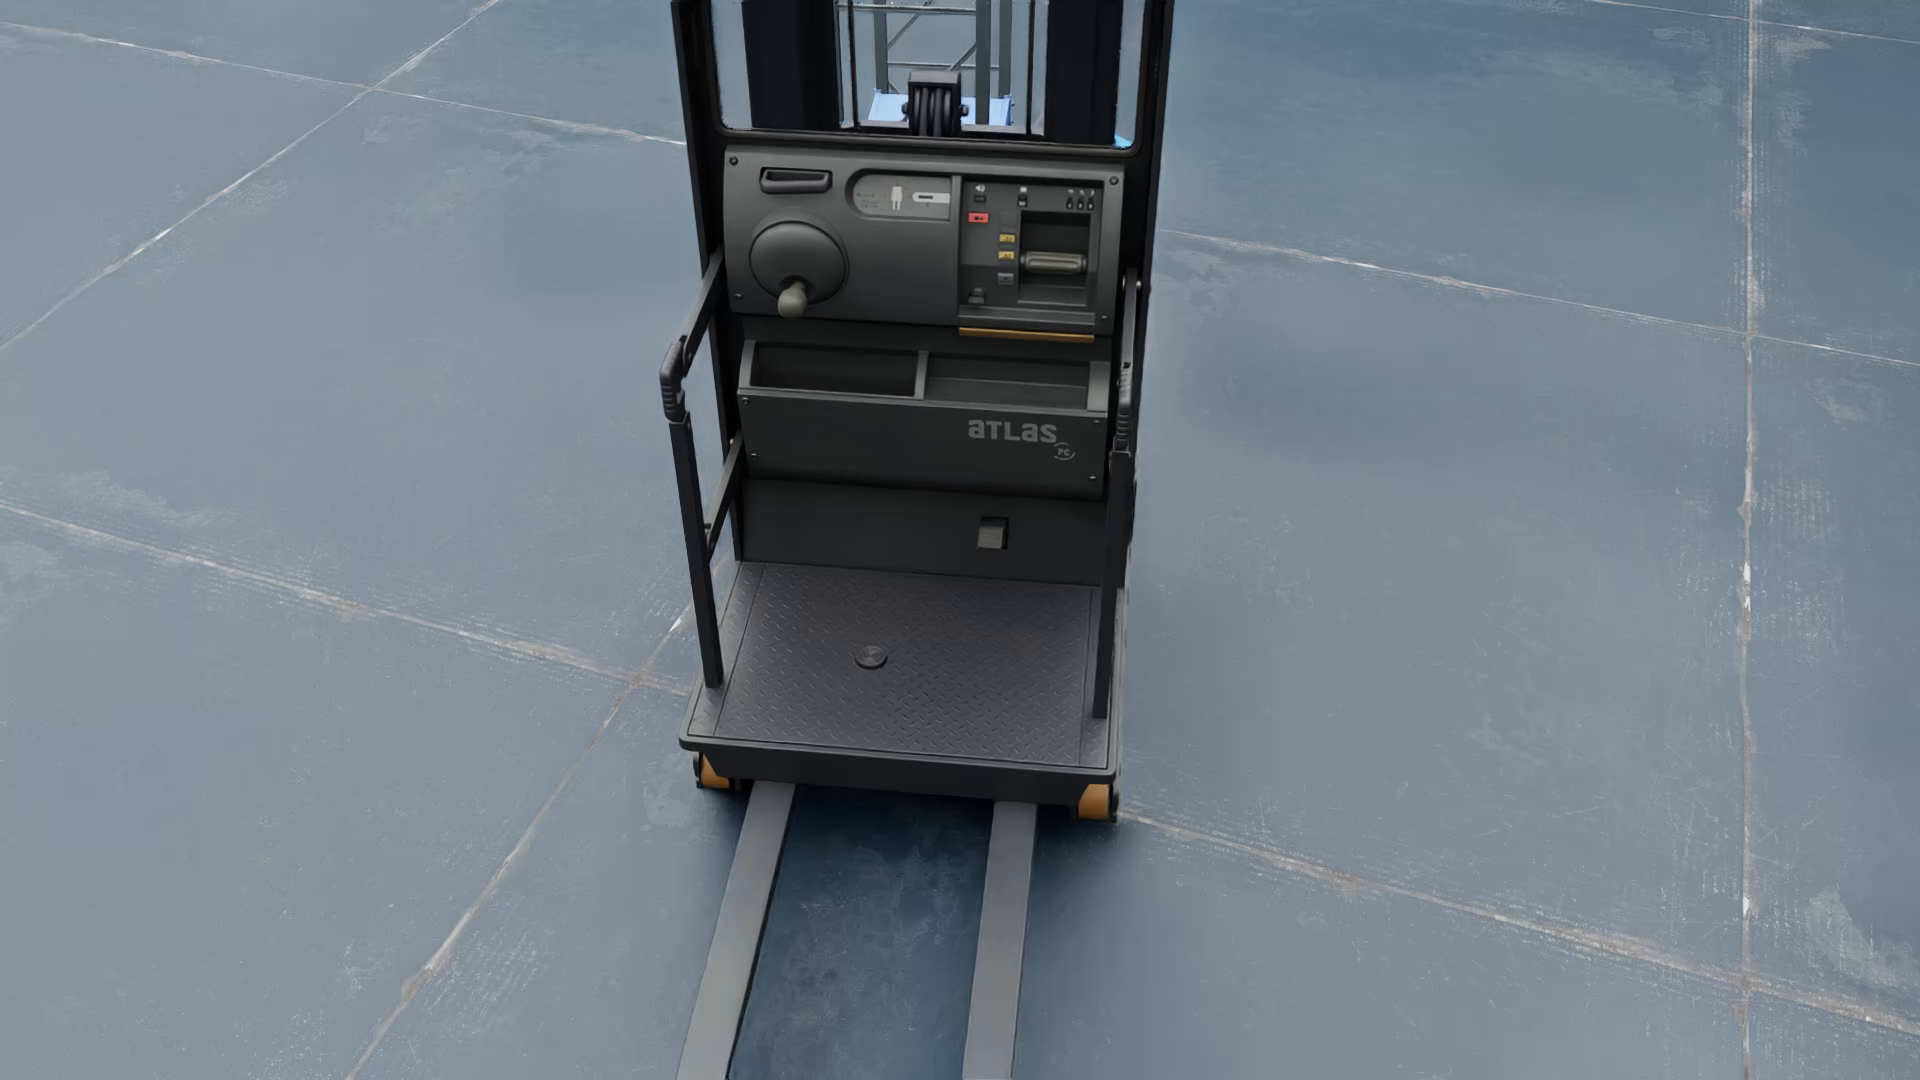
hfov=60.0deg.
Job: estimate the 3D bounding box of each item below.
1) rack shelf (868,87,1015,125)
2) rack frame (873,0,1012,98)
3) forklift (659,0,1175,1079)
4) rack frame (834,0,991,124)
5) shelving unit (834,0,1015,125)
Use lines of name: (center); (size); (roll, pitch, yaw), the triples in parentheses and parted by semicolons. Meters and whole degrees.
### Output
rack shelf: (-0.110, -1.283, 5.876); (0.538, 0.185, 1.000); (3, 41, 4)
rack frame: (-0.063, -1.749, 6.144); (0.500, 1.500, 0.032); (3, 41, 4)
forklift: (-0.111, -0.617, 3.714); (1.130, 2.935, 3.031); (4, 41, 5)
rack frame: (-0.158, -1.092, 5.374); (0.500, 1.500, 0.032); (3, 41, 4)
shelving unit: (-0.110, -1.420, 5.759); (0.538, 1.500, 1.048); (3, 41, 4)
